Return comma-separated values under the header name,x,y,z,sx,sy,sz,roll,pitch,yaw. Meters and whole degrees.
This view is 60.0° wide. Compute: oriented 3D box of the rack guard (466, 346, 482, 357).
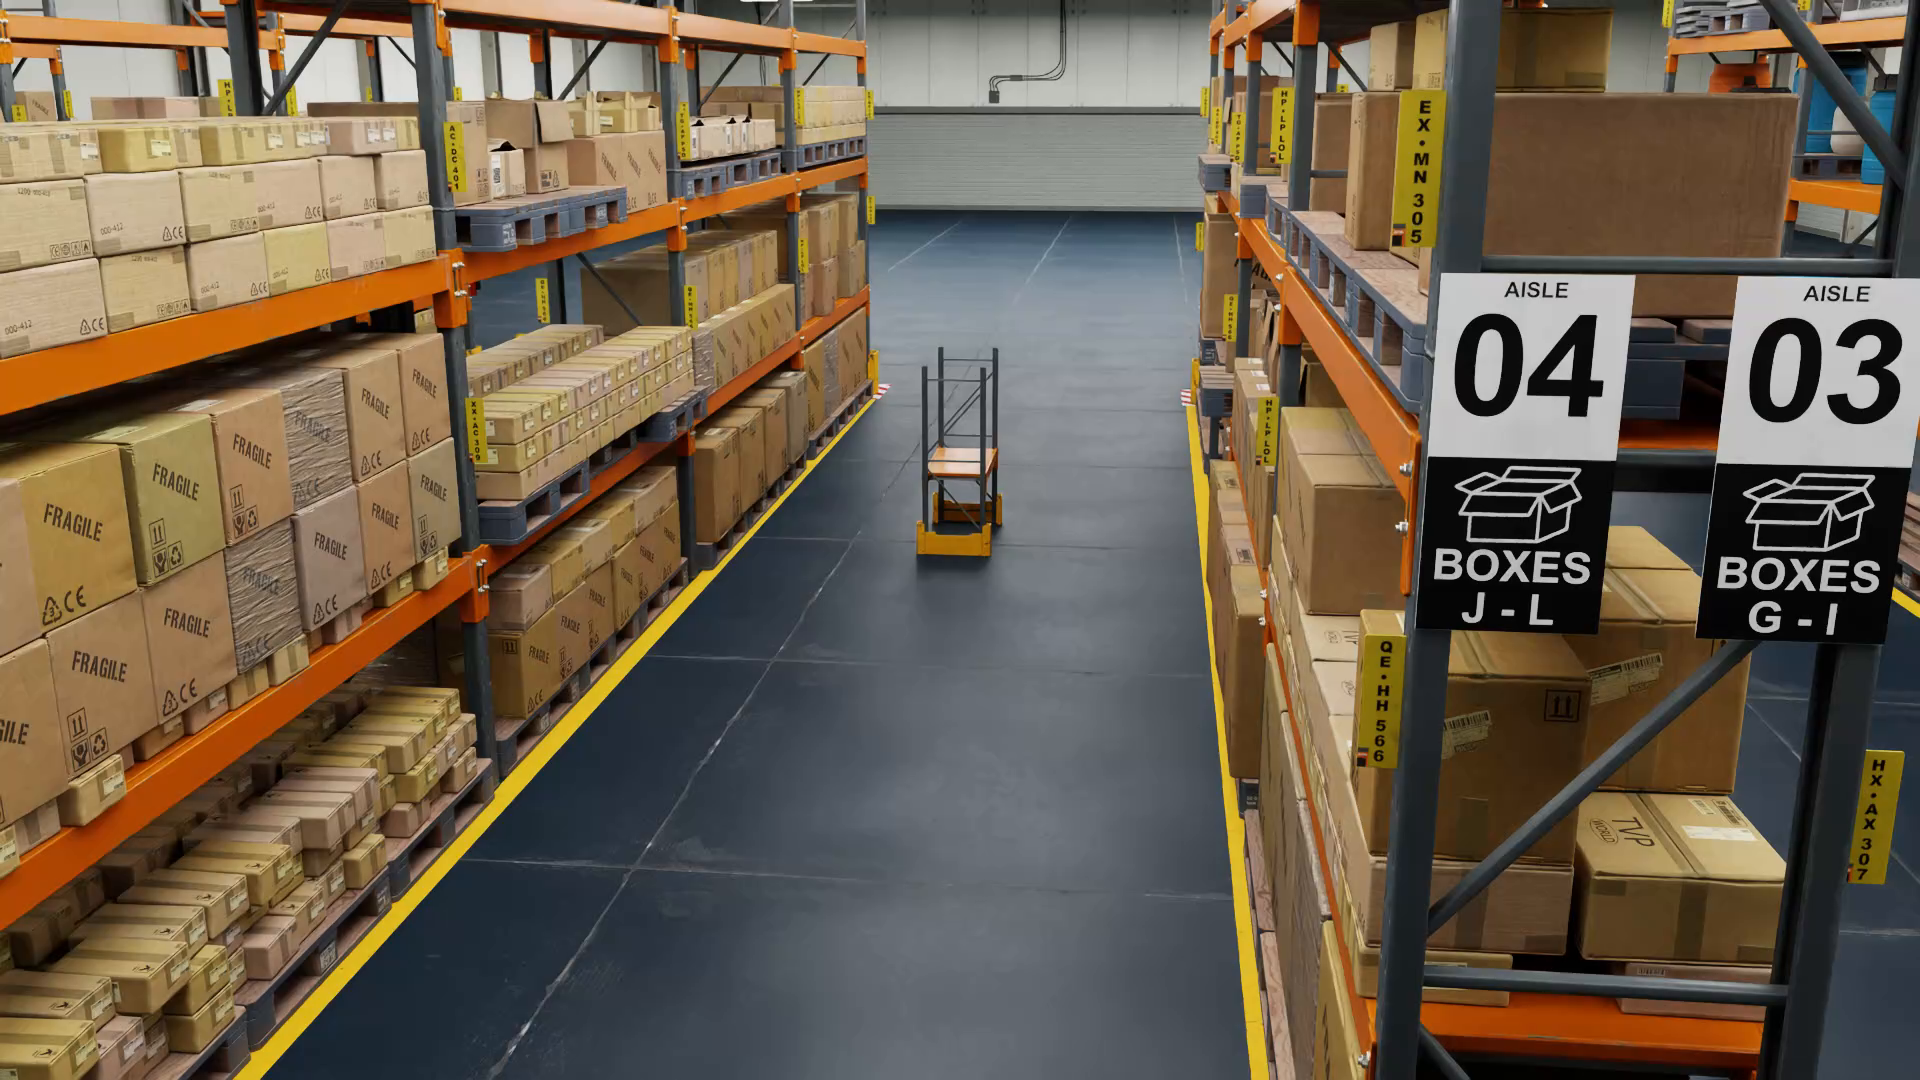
name,x,y,z,sx,sy,sz,roll,pitch,yaw
rack guard,-6.533,-2.147,20.643,1.175,0.500,0.348,2,15,6

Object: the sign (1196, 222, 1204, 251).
name,x,y,z,sx,sy,sz,roll,pitch,yaw
sign,2.783,-3.515,19.256,0.100,0.325,0.005,2,15,6

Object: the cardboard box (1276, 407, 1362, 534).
name,x,y,z,sx,sy,sz,roll,pitch,yaw
cardboard box,1.660,-0.285,7.252,0.500,0.500,0.500,2,15,6

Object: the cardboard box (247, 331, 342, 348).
name,x,y,z,sx,sy,sz,roll,pitch,yaw
cardboard box,-3.241,-0.706,7.849,0.500,0.500,0.500,2,15,8

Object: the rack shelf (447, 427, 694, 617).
name,x,y,z,sx,sy,sz,roll,pitch,yaw
rack shelf,-2.723,-0.313,10.450,1.077,0.370,4.000,2,15,6

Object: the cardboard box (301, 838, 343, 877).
name,x,y,z,sx,sy,sz,roll,pitch,yaw
cardboard box,-2.884,1.318,7.128,0.380,0.149,0.250,1,15,4

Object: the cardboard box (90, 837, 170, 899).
name,x,y,z,sx,sy,sz,roll,pitch,yaw
cardboard box,-3.396,1.302,6.619,0.380,0.149,0.250,1,15,4

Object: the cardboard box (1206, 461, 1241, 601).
name,x,y,z,sx,sy,sz,roll,pitch,yaw
cardboard box,2.321,-0.005,11.200,1.225,0.875,0.875,1,15,4

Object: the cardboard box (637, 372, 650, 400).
name,x,y,z,sx,sy,sz,roll,pitch,yaw
cardboard box,-2.215,-0.995,10.703,0.380,0.149,0.250,2,15,6

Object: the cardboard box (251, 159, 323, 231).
name,x,y,z,sx,sy,sz,roll,pitch,yaw
cardboard box,-2.872,-1.361,6.532,0.500,0.250,0.500,2,15,9

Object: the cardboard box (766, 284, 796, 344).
name,x,y,z,sx,sy,sz,roll,pitch,yaw
cardboard box,-1.839,-2.121,15.568,0.500,0.500,0.500,2,15,6

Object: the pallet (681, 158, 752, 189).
name,x,y,z,sx,sy,sz,roll,pitch,yaw
pallet,-2.354,-2.994,13.604,1.003,0.211,1.213,2,15,9

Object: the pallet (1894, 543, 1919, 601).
name,x,y,z,sx,sy,sz,roll,pitch,yaw
pallet,7.467,0.286,12.200,1.003,0.211,1.213,2,15,6

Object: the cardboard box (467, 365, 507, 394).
name,x,y,z,sx,sy,sz,roll,pitch,yaw
cardboard box,-2.949,-0.958,9.994,0.380,0.149,0.250,1,15,4

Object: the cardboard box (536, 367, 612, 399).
name,x,y,z,sx,sy,sz,roll,pitch,yaw
cardboard box,-2.302,-0.934,9.906,0.380,0.149,0.250,2,15,8

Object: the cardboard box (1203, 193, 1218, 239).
name,x,y,z,sx,sy,sz,roll,pitch,yaw
cardboard box,2.990,-3.621,18.630,0.500,0.500,0.500,2,15,6

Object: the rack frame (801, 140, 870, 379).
name,x,y,z,sx,sy,sz,roll,pitch,yaw
rack frame,-1.594,-3.253,19.947,1.000,3.000,0.127,2,15,6

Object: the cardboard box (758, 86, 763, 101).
name,x,y,z,sx,sy,sz,roll,pitch,yaw
cardboard box,-2.208,-4.546,16.938,0.380,0.149,0.250,2,15,6

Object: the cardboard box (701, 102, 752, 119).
name,x,y,z,sx,sy,sz,roll,pitch,yaw
cardboard box,-2.245,-4.121,16.132,0.500,0.250,0.500,2,15,6

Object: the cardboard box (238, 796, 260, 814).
name,x,y,z,sx,sy,sz,roll,pitch,yaw
cardboard box,-3.326,1.246,7.393,0.380,0.149,0.250,2,15,9

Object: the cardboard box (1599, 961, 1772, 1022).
name,x,y,z,sx,sy,sz,roll,pitch,yaw
cardboard box,1.885,1.108,4.301,0.380,0.149,0.250,2,15,7

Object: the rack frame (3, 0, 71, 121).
name,x,y,z,sx,sy,sz,roll,pitch,yaw
rack frame,-11.457,-6.414,20.144,1.000,3.000,0.127,2,15,6

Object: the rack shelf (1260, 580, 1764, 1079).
name,x,y,z,sx,sy,sz,roll,pitch,yaw
rack shelf,1.743,0.897,5.976,1.077,0.370,4.000,2,15,6

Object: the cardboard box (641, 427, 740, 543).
name,x,y,z,sx,sy,sz,roll,pitch,yaw
cardboard box,-2.339,-0.451,13.087,1.050,0.750,0.750,1,15,5

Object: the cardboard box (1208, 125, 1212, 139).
name,x,y,z,sx,sy,sz,roll,pitch,yaw
cardboard box,2.936,-4.520,18.409,0.380,0.149,0.250,2,15,7

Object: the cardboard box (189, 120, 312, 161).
name,x,y,z,sx,sy,sz,roll,pitch,yaw
cardboard box,-2.822,-1.591,6.618,0.380,0.149,0.250,1,15,4

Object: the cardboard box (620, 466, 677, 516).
name,x,y,z,sx,sy,sz,roll,pitch,yaw
cardboard box,-2.314,-0.352,11.763,0.500,0.250,0.500,1,15,5

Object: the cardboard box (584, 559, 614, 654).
name,x,y,z,sx,sy,sz,roll,pitch,yaw
cardboard box,-2.498,0.405,10.400,0.500,0.500,0.500,2,15,7

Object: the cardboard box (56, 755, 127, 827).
name,x,y,z,sx,sy,sz,roll,pitch,yaw
cardboard box,-2.966,0.808,5.409,0.380,0.149,0.250,1,15,5

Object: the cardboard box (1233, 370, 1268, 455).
name,x,y,z,sx,sy,sz,roll,pitch,yaw
cardboard box,2.039,-0.803,10.692,0.500,0.500,0.500,1,15,5

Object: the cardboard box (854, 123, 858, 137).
name,x,y,z,sx,sy,sz,roll,pitch,yaw
cardboard box,-1.353,-4.603,18.677,0.380,0.149,0.250,2,15,7

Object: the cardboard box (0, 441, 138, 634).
name,x,y,z,sx,sy,sz,roll,pitch,yaw
cardboard box,-3.035,-0.018,5.305,0.500,0.500,0.500,2,15,8

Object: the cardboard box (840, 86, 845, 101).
name,x,y,z,sx,sy,sz,roll,pitch,yaw
cardboard box,-1.439,-4.789,17.837,0.380,0.149,0.250,1,15,5

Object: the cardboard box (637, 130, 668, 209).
name,x,y,z,sx,sy,sz,roll,pitch,yaw
cardboard box,-2.309,-2.519,11.294,0.500,0.500,0.500,2,15,6

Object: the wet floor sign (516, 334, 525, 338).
name,x,y,z,sx,sy,sz,roll,pitch,yaw
wet floor sign,-5.439,-2.254,20.763,0.267,0.644,0.232,7,17,25

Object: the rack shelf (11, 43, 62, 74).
name,x,y,z,sx,sy,sz,roll,pitch,yaw
rack shelf,-11.682,-5.355,18.372,1.077,0.370,4.000,2,15,6

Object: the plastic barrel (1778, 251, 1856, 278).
name,x,y,z,sx,sy,sz,roll,pitch,yaw
plastic barrel,7.448,-2.049,14.531,0.600,0.901,0.708,2,15,6

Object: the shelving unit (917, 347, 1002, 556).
name,x,y,z,sx,sy,sz,roll,pitch,yaw
shelving unit,0.009,-0.744,13.539,0.587,1.500,1.083,2,15,6

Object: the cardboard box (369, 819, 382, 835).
name,x,y,z,sx,sy,sz,roll,pitch,yaw
cardboard box,-2.883,1.344,7.602,0.380,0.149,0.250,1,15,5

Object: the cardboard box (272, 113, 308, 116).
name,x,y,z,sx,sy,sz,roll,pitch,yaw
cardboard box,-6.616,-4.119,16.357,0.380,0.149,0.250,1,15,5

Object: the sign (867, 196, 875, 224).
name,x,y,z,sx,sy,sz,roll,pitch,yaw
sign,-1.057,-3.907,19.693,0.100,0.325,0.005,2,15,6

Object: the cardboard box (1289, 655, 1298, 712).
name,x,y,z,sx,sy,sz,roll,pitch,yaw
cardboard box,1.459,0.556,6.342,0.380,0.149,0.250,2,15,7

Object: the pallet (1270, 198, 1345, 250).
name,x,y,z,sx,sy,sz,roll,pitch,yaw
pallet,2.023,-1.564,8.318,0.805,0.209,1.217,1,15,4

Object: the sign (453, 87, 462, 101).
name,x,y,z,sx,sy,sz,roll,pitch,yaw
sign,-5.975,-5.227,19.803,0.100,0.325,0.005,2,15,6

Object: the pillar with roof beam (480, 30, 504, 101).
name,x,y,z,sx,sy,sz,roll,pitch,yaw
pillar with roof beam,-6.122,-10.802,36.370,9.100,9.000,0.400,2,15,6

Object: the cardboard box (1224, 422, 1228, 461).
name,x,y,z,sx,sy,sz,roll,pitch,yaw
cardboard box,2.708,-0.768,14.700,0.700,0.500,0.500,2,15,6

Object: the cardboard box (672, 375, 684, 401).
name,x,y,z,sx,sy,sz,roll,pitch,yaw
cardboard box,-2.126,-1.054,11.491,0.380,0.149,0.250,2,15,6

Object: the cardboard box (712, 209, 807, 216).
name,x,y,z,sx,sy,sz,roll,pitch,yaw
cardboard box,-2.023,-3.050,16.841,0.875,0.550,0.550,2,15,6

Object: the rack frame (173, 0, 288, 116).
name,x,y,z,sx,sy,sz,roll,pitch,yaw
rack frame,-6.975,-5.232,15.770,1.000,3.000,0.127,2,15,6

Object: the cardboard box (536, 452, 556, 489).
name,x,y,z,sx,sy,sz,roll,pitch,yaw
cardboard box,-2.421,-0.383,9.010,0.380,0.149,0.250,2,15,7

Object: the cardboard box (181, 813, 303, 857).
name,x,y,z,sx,sy,sz,roll,pitch,yaw
cardboard box,-2.941,1.247,6.822,0.380,0.149,0.250,2,15,6

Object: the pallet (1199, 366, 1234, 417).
name,x,y,z,sx,sy,sz,roll,pitch,yaw
pallet,2.394,-1.102,12.357,1.213,0.211,1.003,2,15,6

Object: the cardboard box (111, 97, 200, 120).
name,x,y,z,sx,sy,sz,roll,pitch,yaw
cardboard box,-7.007,-3.736,14.510,0.500,0.250,0.500,2,15,7

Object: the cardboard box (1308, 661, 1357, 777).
name,x,y,z,sx,sy,sz,roll,pitch,yaw
cardboard box,1.423,0.600,5.413,0.500,0.250,0.500,1,15,4

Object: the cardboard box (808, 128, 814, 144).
name,x,y,z,sx,sy,sz,roll,pitch,yaw
cardboard box,-1.639,-3.945,16.245,0.380,0.149,0.250,2,15,6

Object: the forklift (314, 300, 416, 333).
name,x,y,z,sx,sy,sz,roll,pitch,yaw
forklift,-5.445,-1.635,14.093,3.031,2.935,1.130,6,16,21

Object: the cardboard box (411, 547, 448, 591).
name,x,y,z,sx,sy,sz,roll,pitch,yaw
cardboard box,-2.669,0.131,7.912,0.380,0.149,0.250,1,15,5
